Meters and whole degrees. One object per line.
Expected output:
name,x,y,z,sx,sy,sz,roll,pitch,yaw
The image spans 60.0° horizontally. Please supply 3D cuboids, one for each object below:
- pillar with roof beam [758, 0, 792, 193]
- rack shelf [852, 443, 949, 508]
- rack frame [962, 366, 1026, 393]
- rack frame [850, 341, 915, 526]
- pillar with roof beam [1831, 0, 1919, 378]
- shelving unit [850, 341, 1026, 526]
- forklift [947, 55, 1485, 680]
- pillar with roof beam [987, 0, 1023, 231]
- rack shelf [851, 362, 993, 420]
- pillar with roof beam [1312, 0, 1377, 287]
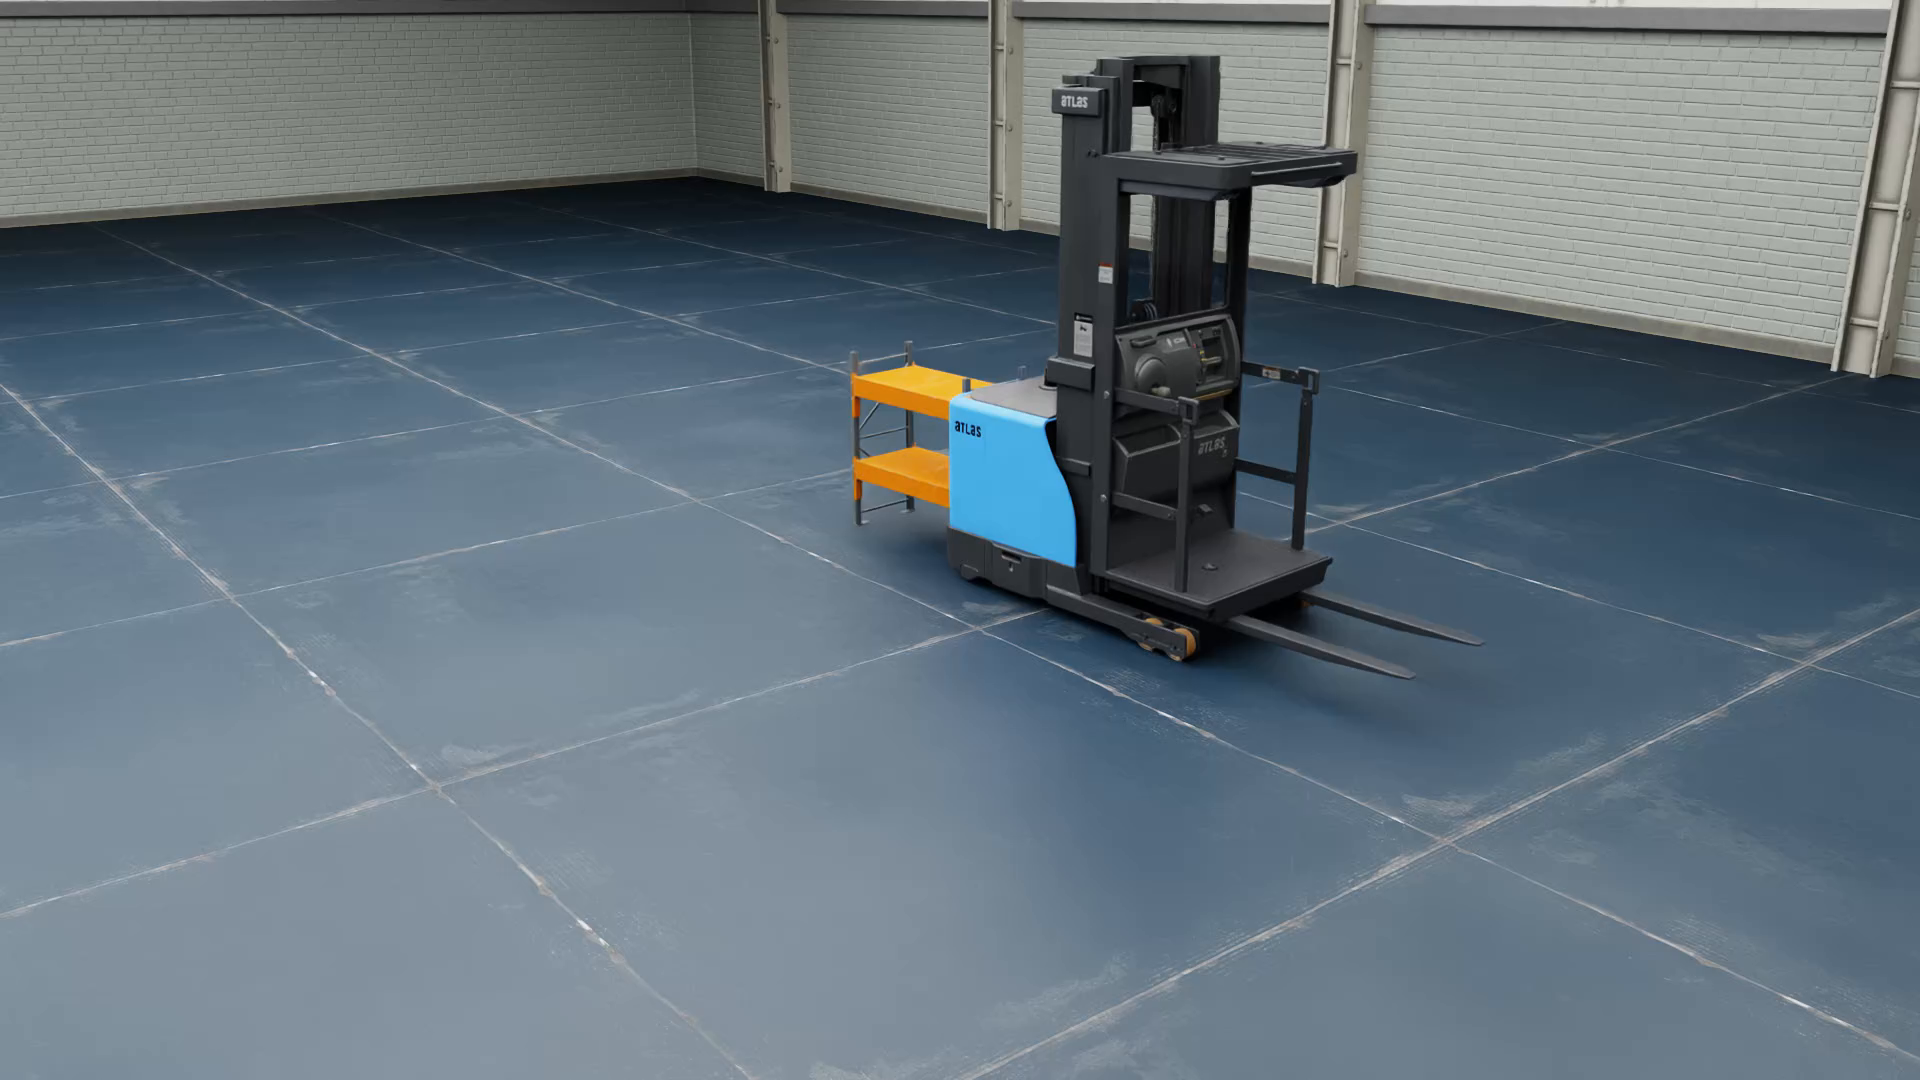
pillar with roof beam,-6.469,-9.377,24.364,9.100,9.000,0.400,-14,23,-36
rack shelf,-0.144,-0.332,10.354,0.538,0.278,1.000,-16,24,-41
rack frame,0.203,-0.448,9.926,0.500,1.125,0.032,-16,24,-41
rack frame,-0.492,-0.681,10.630,0.500,1.125,0.032,-16,24,-41
pillar with roof beam,4.707,-4.941,10.969,9.100,9.000,0.400,-14,23,-36
shelving unit,-0.144,-0.564,10.278,0.538,1.125,1.048,-16,24,-41
forklift,1.296,-0.956,8.587,1.130,2.935,3.031,-16,24,-40
pillar with roof beam,-2.743,-7.898,19.899,9.100,9.000,0.400,-14,23,-36
rack shelf,-0.144,-0.842,10.186,0.538,0.278,1.000,-16,24,-41
pillar with roof beam,0.982,-6.420,15.434,9.100,9.000,0.400,-14,23,-36
